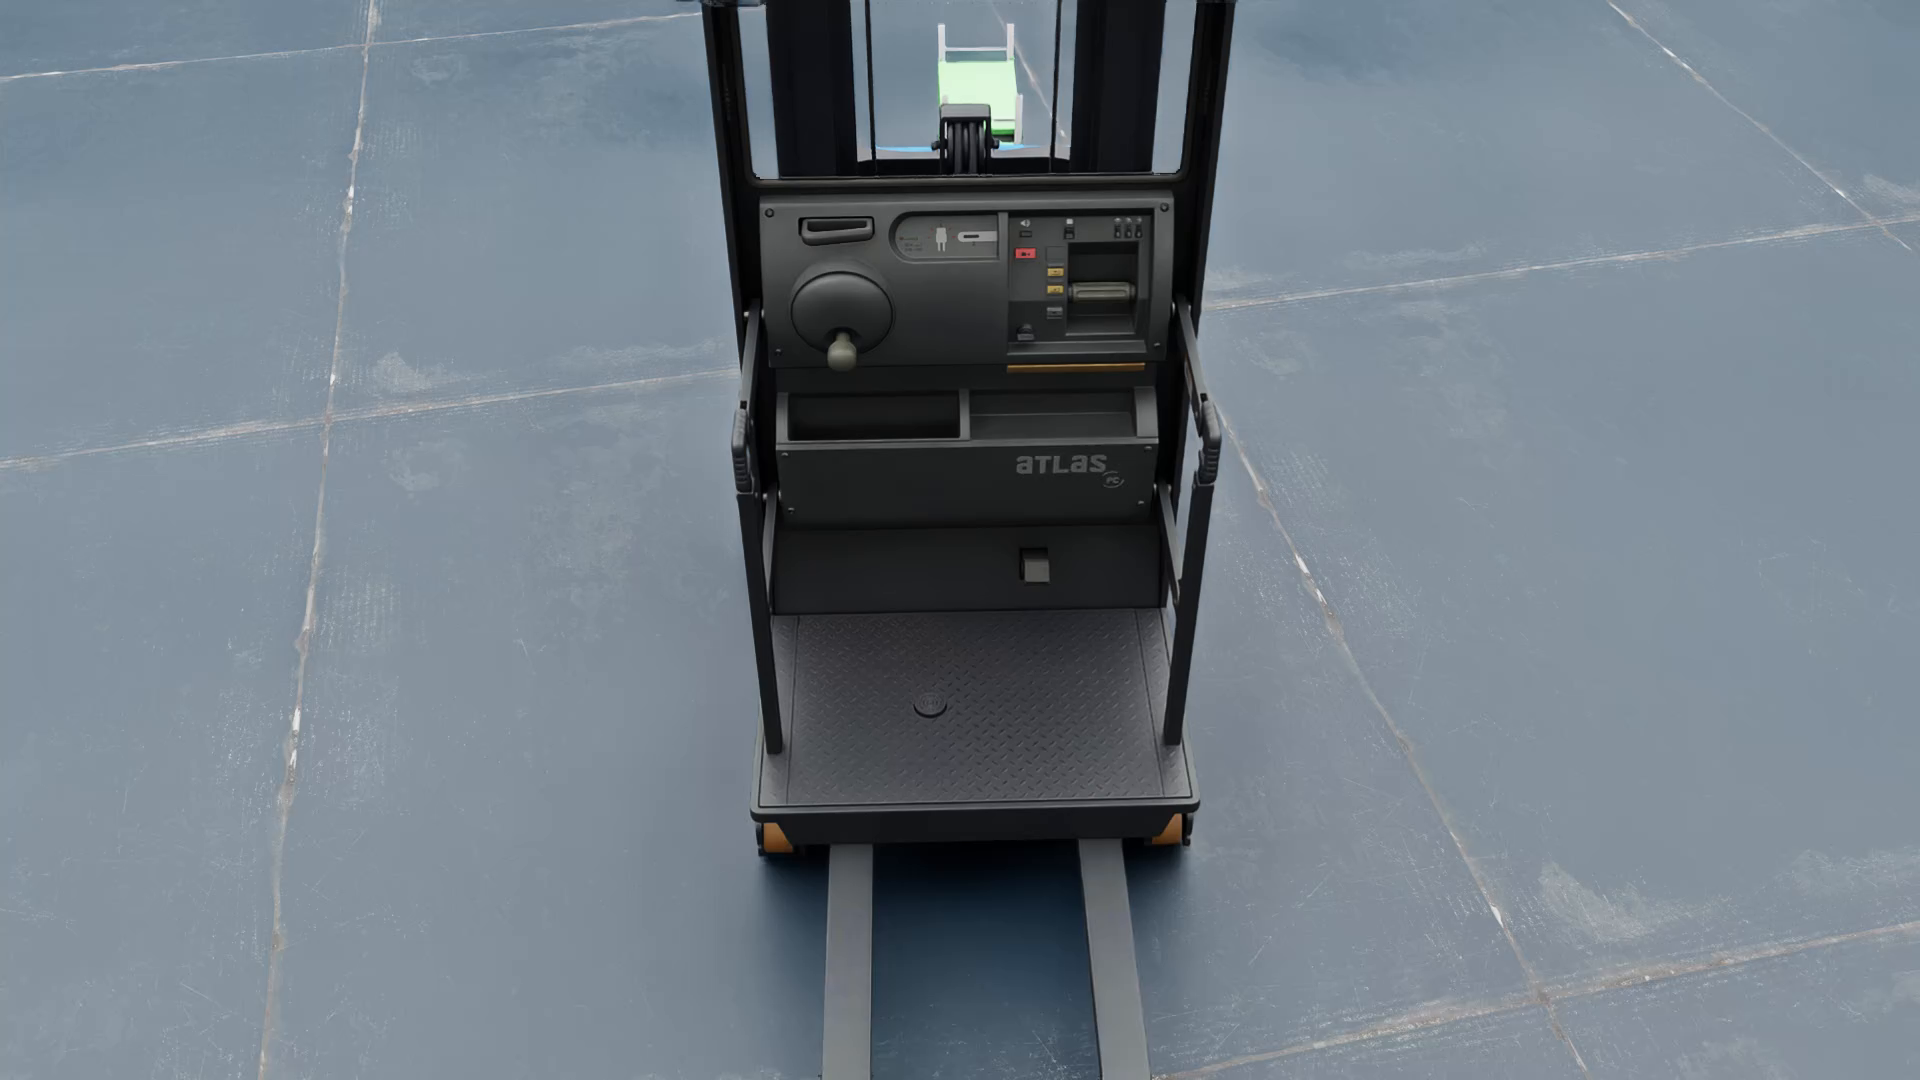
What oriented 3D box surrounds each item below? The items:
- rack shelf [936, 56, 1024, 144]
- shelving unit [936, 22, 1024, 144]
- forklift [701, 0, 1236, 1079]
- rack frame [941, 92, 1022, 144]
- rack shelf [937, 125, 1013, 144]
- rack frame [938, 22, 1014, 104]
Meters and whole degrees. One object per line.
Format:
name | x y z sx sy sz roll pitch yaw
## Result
rack shelf | 0.058 -1.347 5.237 0.258 0.148 0.480 -1 42 -1
shelving unit | 0.058 -1.036 5.513 0.258 1.200 0.503 -1 42 -1
forklift | 0.025 -0.501 3.606 1.130 2.935 3.031 -1 42 -1
rack frame | 0.065 -0.874 5.331 0.240 1.200 0.015 -1 42 -1
rack shelf | 0.058 -1.168 5.396 0.258 0.148 0.480 -1 42 -1
rack frame | 0.051 -1.198 5.696 0.240 1.200 0.015 -1 42 -1
